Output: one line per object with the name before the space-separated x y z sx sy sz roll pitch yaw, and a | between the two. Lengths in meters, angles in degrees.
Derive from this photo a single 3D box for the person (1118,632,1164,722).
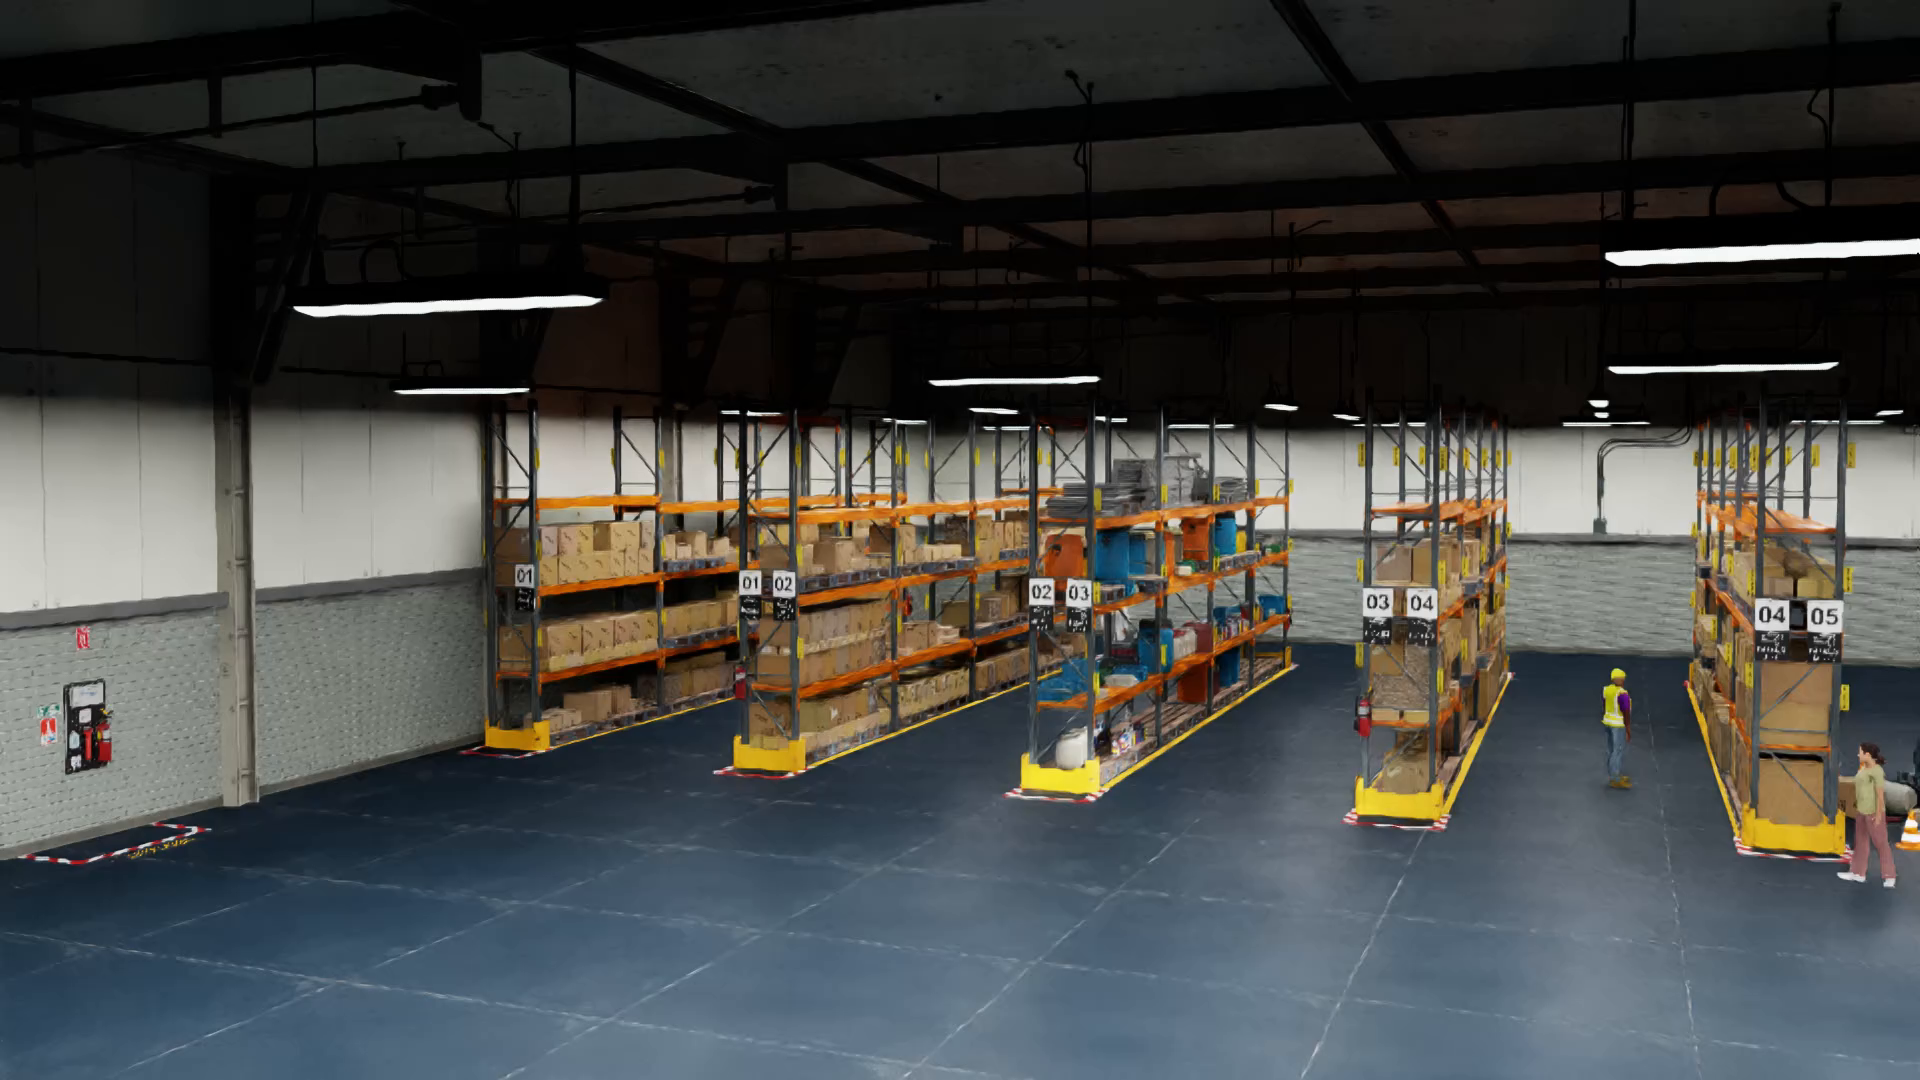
person | 3.451 2.591 31.443 0.605 1.738 0.992 3 4 42

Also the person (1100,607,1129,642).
person | 3.731 2.163 40.141 0.729 1.732 0.546 1 3 20

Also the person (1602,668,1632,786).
person | 10.095 2.850 25.443 0.447 1.762 0.632 0 3 -9

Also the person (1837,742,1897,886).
person | 10.710 3.204 19.535 0.536 1.671 0.569 0 3 5
